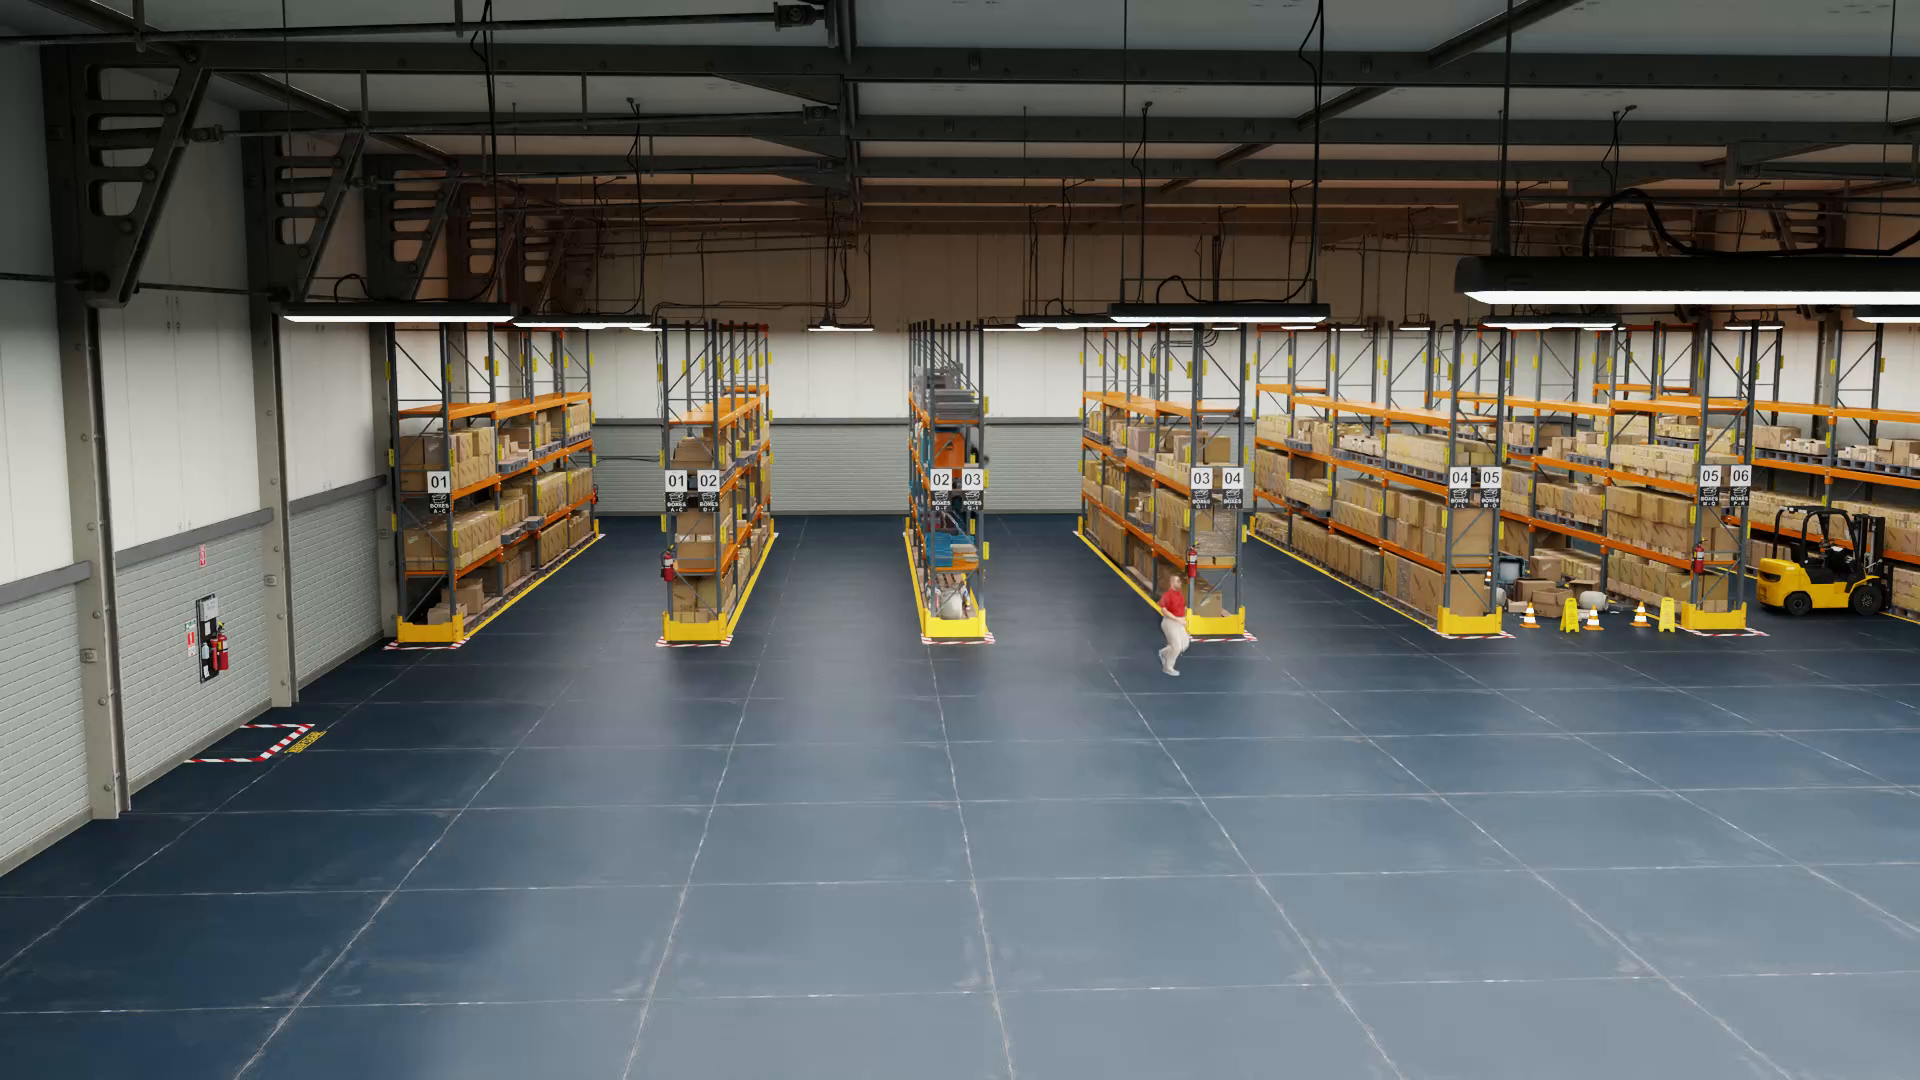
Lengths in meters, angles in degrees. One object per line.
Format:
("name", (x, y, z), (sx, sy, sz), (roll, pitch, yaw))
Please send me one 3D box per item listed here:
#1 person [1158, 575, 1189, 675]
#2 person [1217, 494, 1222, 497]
("person", (3.605, 1.427, 28.123), (0.620, 1.686, 0.698), (5, 8, 33))
("person", (7.190, -1.004, 47.799), (0.756, 1.689, 0.604), (2, 7, 15))
